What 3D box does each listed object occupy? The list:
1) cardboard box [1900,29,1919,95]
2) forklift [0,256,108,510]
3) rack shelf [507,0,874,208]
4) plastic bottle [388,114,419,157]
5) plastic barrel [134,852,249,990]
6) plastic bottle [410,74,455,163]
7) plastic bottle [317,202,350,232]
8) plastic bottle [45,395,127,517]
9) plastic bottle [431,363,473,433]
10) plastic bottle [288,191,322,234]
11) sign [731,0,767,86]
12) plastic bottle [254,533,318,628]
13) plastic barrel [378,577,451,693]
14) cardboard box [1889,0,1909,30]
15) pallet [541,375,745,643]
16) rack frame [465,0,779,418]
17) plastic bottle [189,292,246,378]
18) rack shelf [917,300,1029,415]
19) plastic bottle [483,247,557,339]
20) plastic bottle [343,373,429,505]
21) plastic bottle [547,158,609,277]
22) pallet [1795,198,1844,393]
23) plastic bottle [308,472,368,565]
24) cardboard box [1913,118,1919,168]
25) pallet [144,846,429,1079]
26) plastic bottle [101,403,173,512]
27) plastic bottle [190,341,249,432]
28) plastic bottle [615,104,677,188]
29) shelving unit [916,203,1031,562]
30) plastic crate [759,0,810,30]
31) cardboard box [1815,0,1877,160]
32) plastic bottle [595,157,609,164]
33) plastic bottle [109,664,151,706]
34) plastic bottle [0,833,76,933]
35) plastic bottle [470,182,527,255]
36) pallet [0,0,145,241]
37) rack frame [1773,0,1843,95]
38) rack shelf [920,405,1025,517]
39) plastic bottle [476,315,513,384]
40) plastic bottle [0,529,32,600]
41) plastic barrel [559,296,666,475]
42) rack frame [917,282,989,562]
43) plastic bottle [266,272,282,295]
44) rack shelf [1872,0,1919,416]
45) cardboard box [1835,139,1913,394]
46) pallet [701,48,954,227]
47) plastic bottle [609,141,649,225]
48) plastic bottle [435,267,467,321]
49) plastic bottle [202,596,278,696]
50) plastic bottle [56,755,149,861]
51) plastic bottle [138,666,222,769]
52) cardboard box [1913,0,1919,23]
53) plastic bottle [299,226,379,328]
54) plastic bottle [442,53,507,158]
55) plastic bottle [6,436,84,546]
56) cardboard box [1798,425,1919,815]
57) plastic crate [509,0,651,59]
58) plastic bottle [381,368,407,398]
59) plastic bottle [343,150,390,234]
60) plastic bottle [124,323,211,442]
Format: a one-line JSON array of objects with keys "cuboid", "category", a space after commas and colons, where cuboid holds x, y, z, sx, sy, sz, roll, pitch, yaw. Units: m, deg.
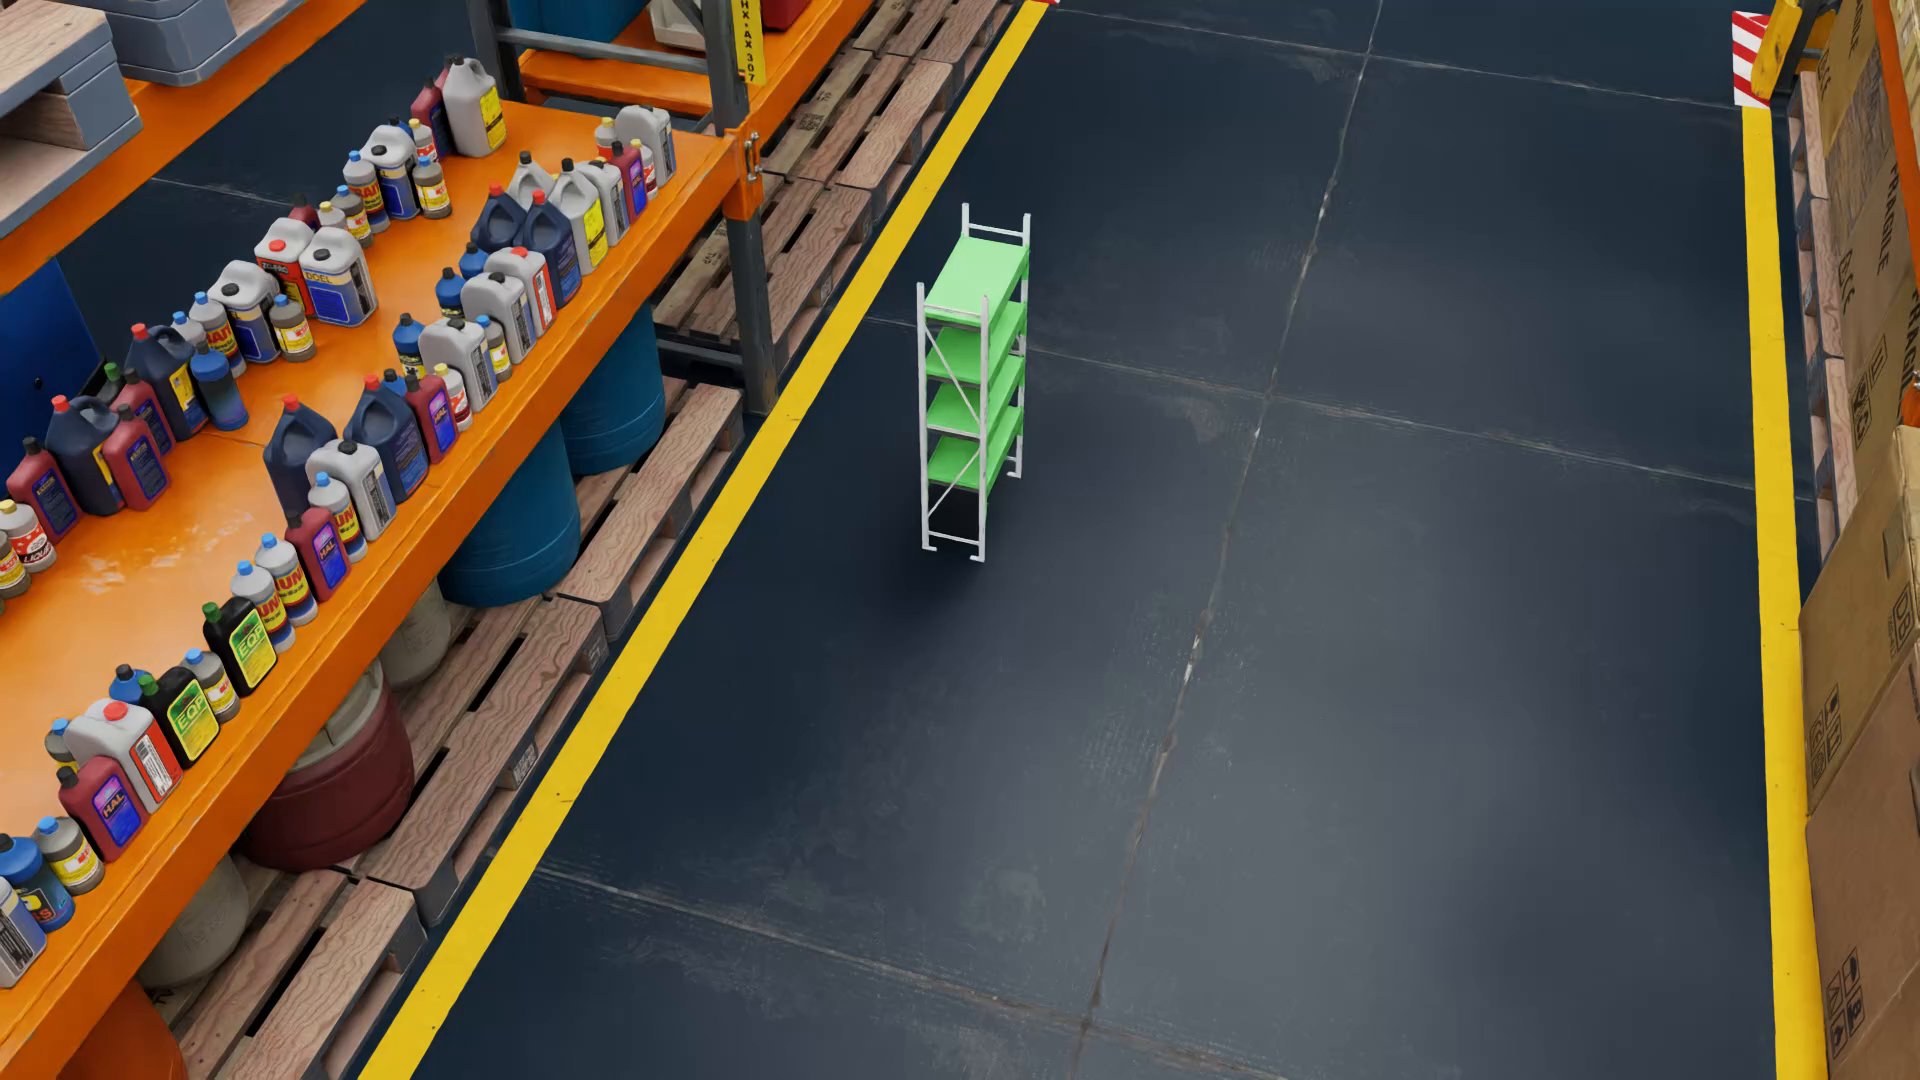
[{"cuboid": [3.650, -1.706, 6.028, 0.380, 0.149, 0.250, 12, 46, 12], "category": "cardboard box"}, {"cuboid": [-4.901, -1.304, 5.487, 3.031, 2.935, 1.130, 3, 44, 3], "category": "forklift"}, {"cuboid": [-0.634, -2.791, 7.472, 1.077, 0.370, 4.000, 13, 46, 13], "category": "rack shelf"}, {"cuboid": [-1.845, -1.281, 5.506, 0.097, 0.271, 0.097, 0, 44, 0], "category": "plastic bottle"}, {"cuboid": [-2.233, 0.965, 4.598, 0.421, 0.512, 0.421, 0, 44, 0], "category": "plastic barrel"}, {"cuboid": [-1.798, -1.430, 5.651, 0.061, 0.283, 0.133, 13, 46, 13], "category": "plastic bottle"}, {"cuboid": [-1.974, -0.971, 5.240, 0.097, 0.201, 0.097, 0, 44, 0], "category": "plastic bottle"}, {"cuboid": [-2.301, -0.250, 4.396, 0.144, 0.351, 0.185, 13, 46, 13], "category": "plastic bottle"}, {"cuboid": [-1.434, -0.406, 4.662, 0.097, 0.201, 0.097, 0, 44, 0], "category": "plastic bottle"}, {"cuboid": [-2.026, -0.927, 5.136, 0.061, 0.283, 0.133, 13, 46, 13], "category": "plastic bottle"}, {"cuboid": [-0.716, -1.696, 5.641, 0.100, 0.325, 0.005, 13, 46, 13], "category": "sign"}, {"cuboid": [-1.671, 0.090, 4.106, 0.097, 0.271, 0.097, 0, 44, 0], "category": "plastic bottle"}, {"cuboid": [-1.891, 0.212, 5.367, 0.421, 0.512, 0.421, 0, 44, 0], "category": "plastic barrel"}, {"cuboid": [3.806, -2.050, 6.380, 0.380, 0.149, 0.250, 11, 46, 11], "category": "cardboard box"}, {"cuboid": [-1.513, -0.213, 6.317, 1.003, 0.211, 1.213, 13, 46, 13], "category": "pallet"}, {"cuboid": [-1.240, -1.715, 5.858, 1.000, 3.000, 0.127, 13, 46, 13], "category": "rack frame"}, {"cuboid": [-2.155, -0.598, 4.808, 0.097, 0.271, 0.097, 0, 44, 0], "category": "plastic bottle"}, {"cuboid": [0.050, -0.665, 5.820, 0.258, 0.148, 0.480, 13, 46, 12], "category": "rack shelf"}, {"cuboid": [-1.314, -0.760, 4.971, 0.152, 0.276, 0.135, 13, 46, 13], "category": "plastic bottle"}, {"cuboid": [-1.540, -0.281, 4.428, 0.144, 0.351, 0.185, 13, 46, 13], "category": "plastic bottle"}, {"cuboid": [-1.206, -1.016, 5.178, 0.144, 0.351, 0.185, 13, 46, 13], "category": "plastic bottle"}, {"cuboid": [4.153, -0.976, 7.096, 1.003, 0.211, 1.213, 13, 46, 12], "category": "pallet"}, {"cuboid": [-1.601, -0.064, 4.263, 0.097, 0.271, 0.097, 0, 44, 0], "category": "plastic bottle"}, {"cuboid": [3.495, -1.363, 5.678, 0.380, 0.149, 0.250, 13, 46, 13], "category": "cardboard box"}, {"cuboid": [-2.252, 1.413, 4.655, 1.003, 0.211, 1.213, 13, 46, 13], "category": "pallet"}, {"cuboid": [-2.195, -0.222, 4.415, 0.061, 0.283, 0.133, 13, 46, 13], "category": "plastic bottle"}, {"cuboid": [-2.076, -0.438, 4.645, 0.097, 0.271, 0.097, 0, 44, 0], "category": "plastic bottle"}, {"cuboid": [-1.051, -1.340, 5.563, 0.152, 0.276, 0.135, 13, 46, 13], "category": "plastic bottle"}, {"cuboid": [0.050, -0.539, 5.943, 0.258, 1.200, 0.503, 13, 46, 12], "category": "shelving unit"}, {"cuboid": [-0.730, -2.301, 6.369, 0.402, 0.464, 0.583, 13, 46, 13], "category": "plastic crate"}, {"cuboid": [4.575, -2.279, 7.654, 0.875, 0.875, 0.875, 13, 46, 13], "category": "cardboard box"}, {"cuboid": [-1.158, -1.154, 5.426, 0.097, 0.201, 0.097, 0, 44, 0], "category": "plastic bottle"}, {"cuboid": [-1.868, 0.384, 3.805, 0.097, 0.271, 0.097, 0, 44, 0], "category": "plastic bottle"}, {"cuboid": [-1.951, 0.706, 3.476, 0.097, 0.271, 0.097, 0, 44, 0], "category": "plastic bottle"}, {"cuboid": [-1.399, -0.923, 5.084, 0.144, 0.351, 0.185, 13, 46, 13], "category": "plastic bottle"}, {"cuboid": [-2.126, -0.543, 2.650, 1.003, 0.211, 1.213, 13, 46, 13], "category": "pallet"}, {"cuboid": [4.692, -3.332, 7.511, 1.000, 3.000, 0.127, 13, 46, 13], "category": "rack frame"}, {"cuboid": [0.050, -0.322, 6.156, 0.258, 0.148, 0.480, 13, 46, 12], "category": "rack shelf"}, {"cuboid": [-1.364, -0.561, 4.820, 0.097, 0.201, 0.097, 0, 44, 0], "category": "plastic bottle"}, {"cuboid": [-2.436, 0.046, 4.200, 0.097, 0.201, 0.097, 0, 44, 0], "category": "plastic bottle"}, {"cuboid": [-1.421, -0.756, 6.078, 0.600, 0.901, 0.708, 13, 46, 13], "category": "plastic barrel"}, {"cuboid": [-0.024, -0.377, 5.777, 0.240, 1.200, 0.015, 13, 46, 12], "category": "rack frame"}, {"cuboid": [-2.084, -0.728, 4.991, 0.097, 0.201, 0.097, 0, 44, 0], "category": "plastic bottle"}, {"cuboid": [4.087, -1.742, 6.400, 1.077, 0.370, 4.000, 13, 46, 13], "category": "rack shelf"}, {"cuboid": [4.030, -1.080, 6.428, 0.875, 0.875, 0.875, 13, 46, 13], "category": "cardboard box"}, {"cuboid": [-0.686, -2.033, 8.176, 1.003, 0.211, 1.213, 13, 46, 13], "category": "pallet"}, {"cuboid": [-1.077, -1.178, 5.393, 0.061, 0.283, 0.133, 13, 46, 13], "category": "plastic bottle"}, {"cuboid": [-1.479, -0.683, 4.895, 0.097, 0.271, 0.097, 0, 44, 0], "category": "plastic bottle"}, {"cuboid": [-1.718, 0.231, 3.953, 0.061, 0.283, 0.133, 13, 46, 13], "category": "plastic bottle"}, {"cuboid": [-1.869, 0.563, 3.613, 0.061, 0.283, 0.133, 13, 46, 13], "category": "plastic bottle"}, {"cuboid": [-1.788, 0.385, 3.796, 0.061, 0.283, 0.133, 13, 46, 13], "category": "plastic bottle"}, {"cuboid": [3.830, -2.091, 6.137, 0.500, 0.250, 0.500, 12, 46, 12], "category": "cardboard box"}, {"cuboid": [-1.878, -0.794, 5.005, 0.152, 0.276, 0.135, 13, 46, 13], "category": "plastic bottle"}, {"cuboid": [-1.667, -1.505, 5.678, 0.144, 0.351, 0.185, 13, 46, 13], "category": "plastic bottle"}, {"cuboid": [-2.389, -0.129, 4.321, 0.061, 0.283, 0.133, 13, 46, 13], "category": "plastic bottle"}, {"cuboid": [3.306, 0.374, 4.942, 1.225, 0.875, 0.875, 13, 46, 13], "category": "cardboard box"}, {"cuboid": [-1.423, -2.114, 6.234, 0.392, 0.384, 0.575, 13, 46, 13], "category": "plastic crate"}, {"cuboid": [-1.533, -0.355, 4.560, 0.097, 0.271, 0.097, 0, 44, 0], "category": "plastic bottle"}, {"cuboid": [-1.915, -1.126, 5.348, 0.097, 0.271, 0.097, 0, 44, 0], "category": "plastic bottle"}, {"cuboid": [-2.205, -0.463, 4.613, 0.144, 0.351, 0.185, 13, 46, 13], "category": "plastic bottle"}]
